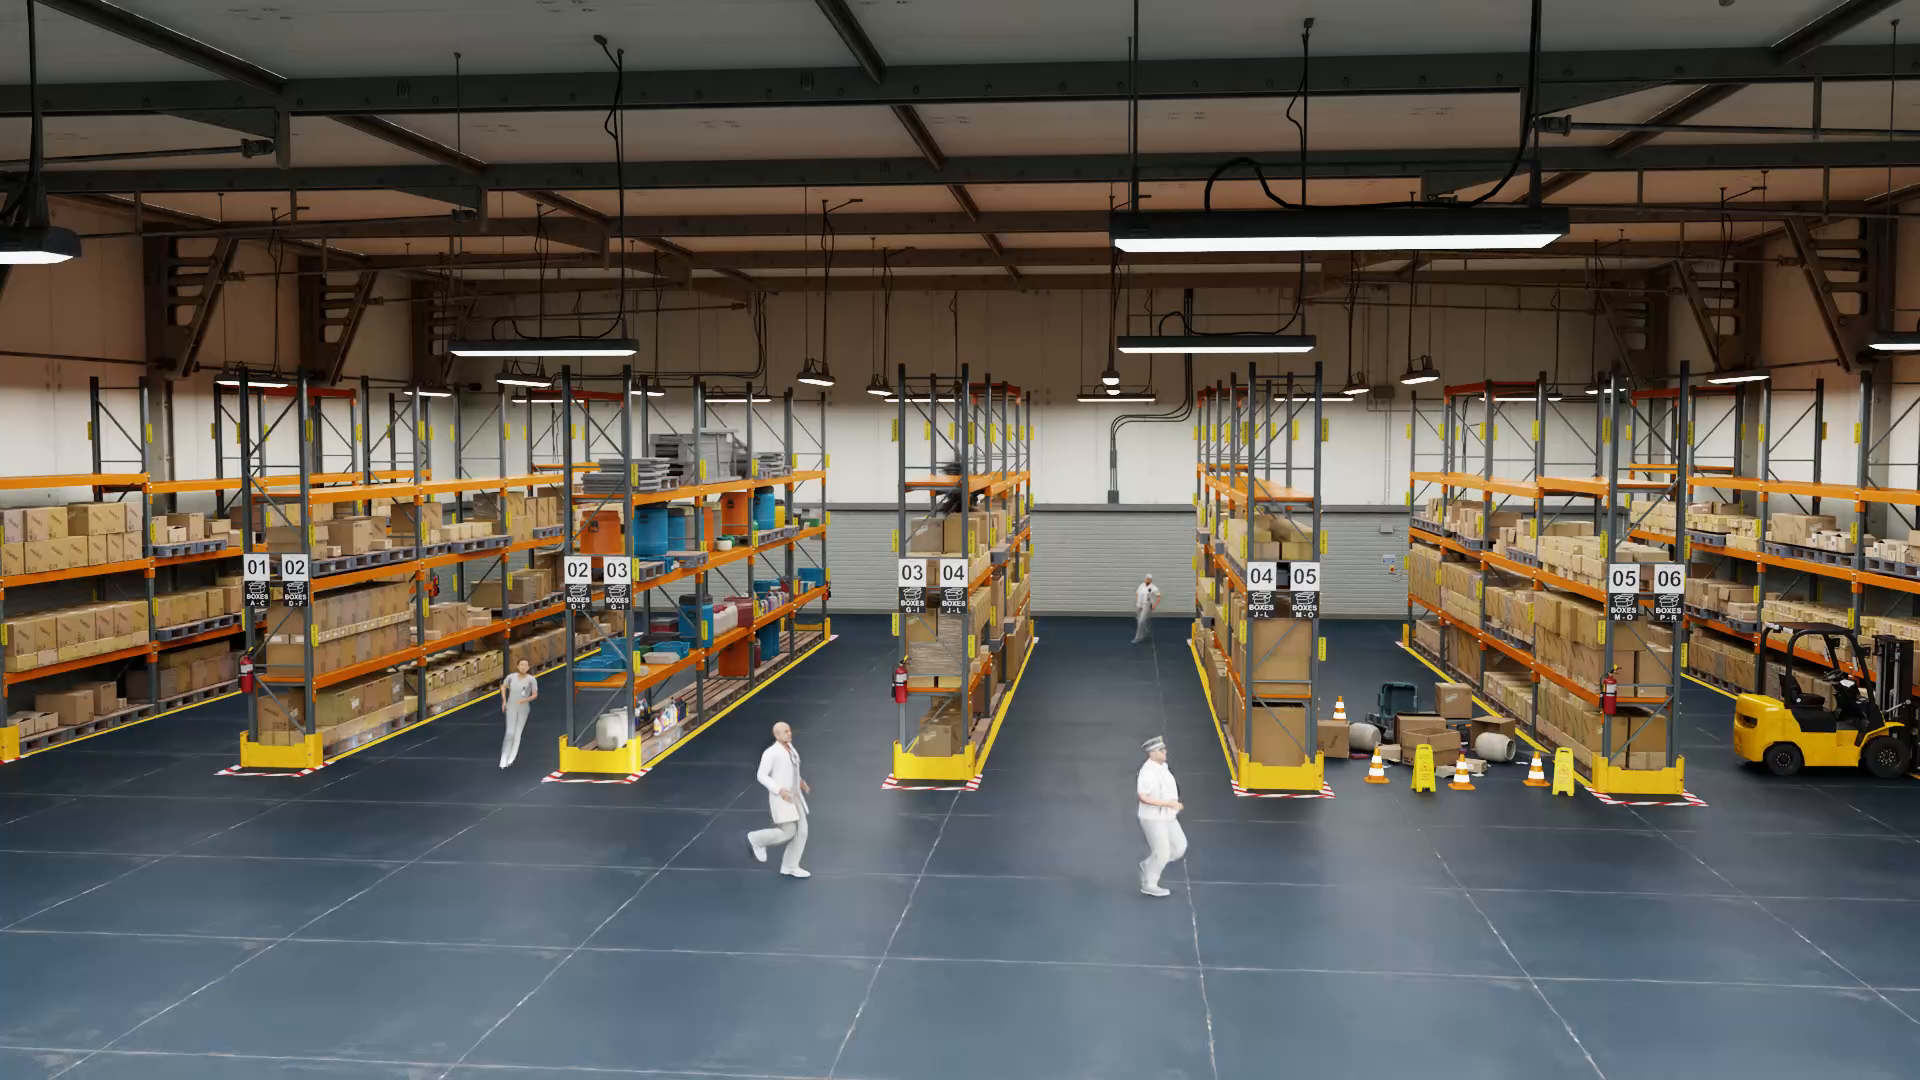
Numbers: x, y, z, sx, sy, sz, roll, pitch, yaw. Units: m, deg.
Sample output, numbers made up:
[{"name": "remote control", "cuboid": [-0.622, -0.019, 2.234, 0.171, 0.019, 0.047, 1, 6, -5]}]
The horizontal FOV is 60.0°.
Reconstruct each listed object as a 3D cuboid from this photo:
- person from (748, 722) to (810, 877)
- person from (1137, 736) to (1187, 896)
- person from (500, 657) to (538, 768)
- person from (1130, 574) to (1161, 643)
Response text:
[{"name": "person", "cuboid": [-2.025, 2.930, 18.858, 0.756, 1.743, 0.711, 2, 4, 27]}, {"name": "person", "cuboid": [2.191, 2.976, 17.959, 0.606, 1.731, 0.653, 2, 4, 31]}, {"name": "person", "cuboid": [-6.635, 2.581, 24.996, 0.574, 1.657, 0.636, -1, 4, -15]}, {"name": "person", "cuboid": [4.444, 1.631, 39.765, 0.664, 1.638, 0.810, 3, 5, 38]}]
